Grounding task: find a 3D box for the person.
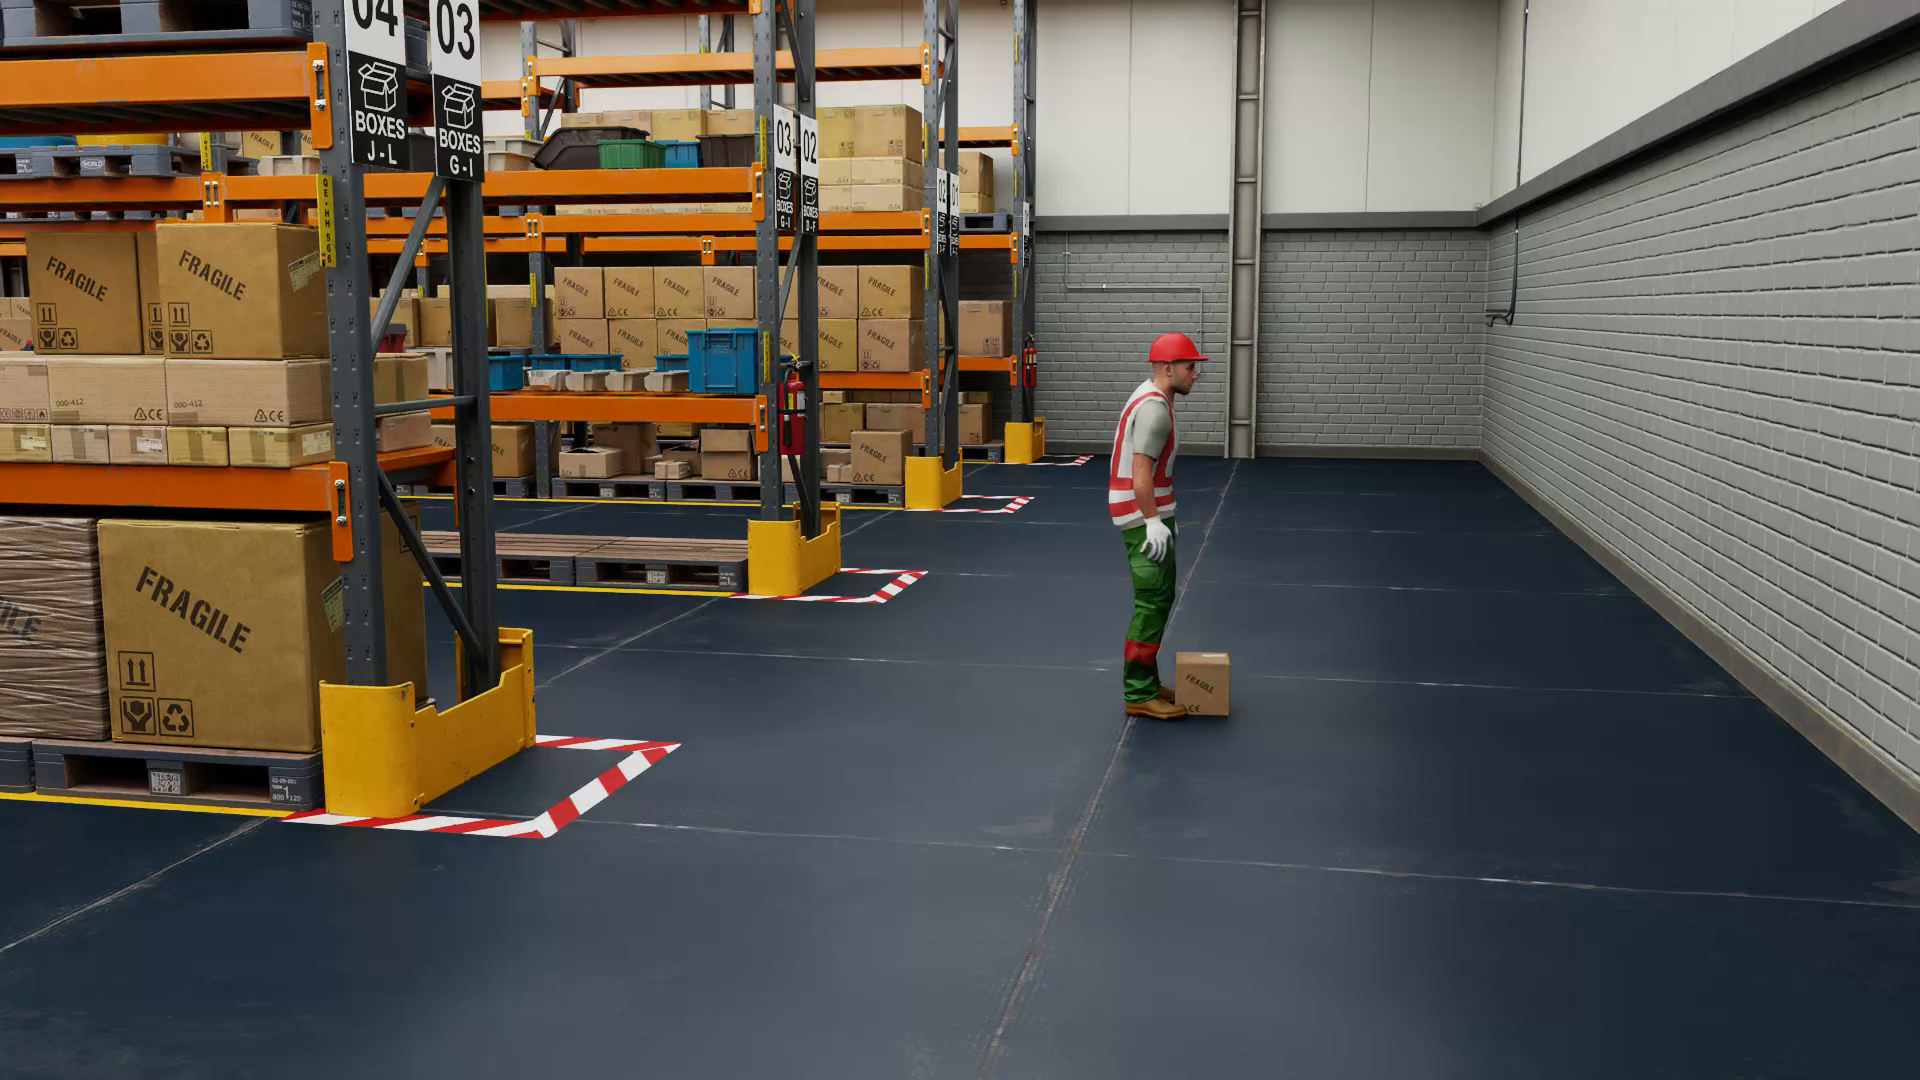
[{"bbox_3d":[0.930,-0.081,7.841,0.455,1.779,0.612,1,8,11],"label":"person"}]
